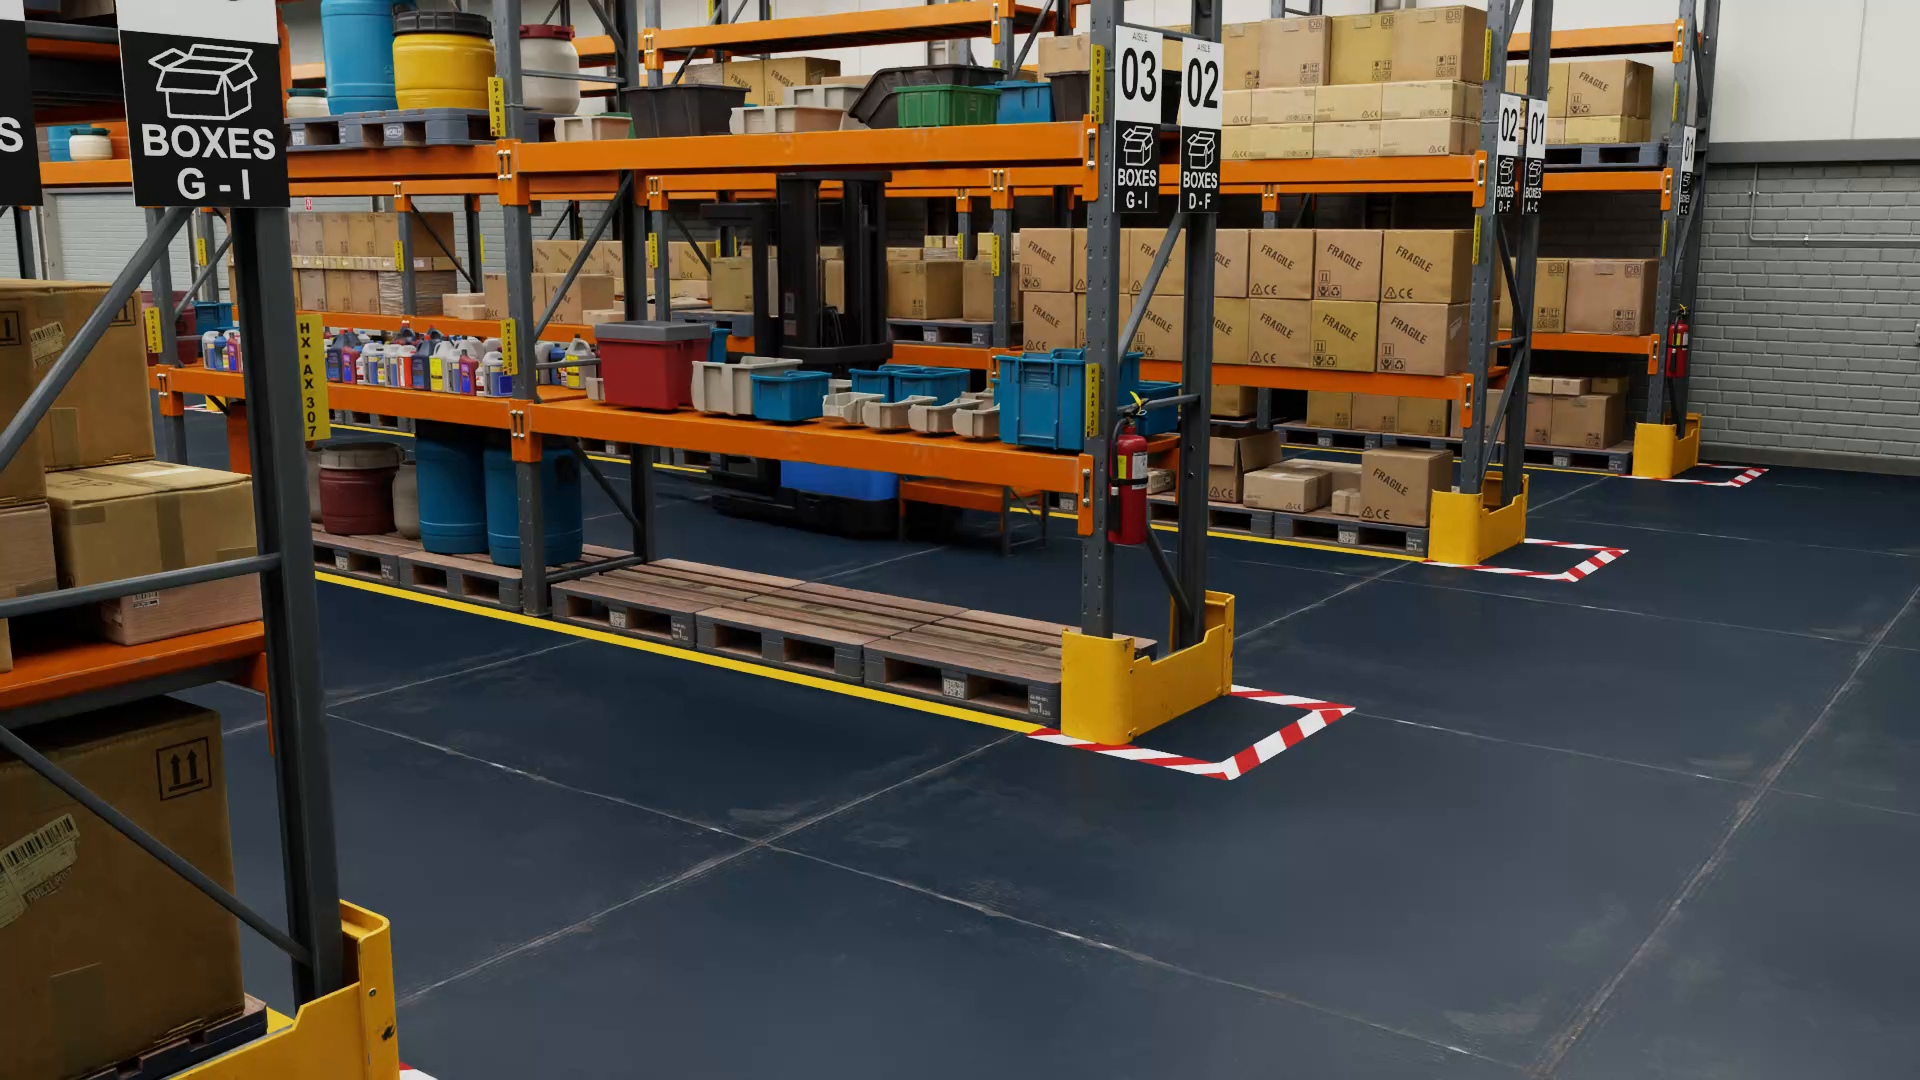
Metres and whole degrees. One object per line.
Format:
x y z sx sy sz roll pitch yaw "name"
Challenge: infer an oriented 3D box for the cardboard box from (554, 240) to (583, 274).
-5.527 -4.094 24.164 0.500 0.500 0.500 8 14 36 "cardboard box"

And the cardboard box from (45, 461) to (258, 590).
-2.253 -0.041 4.455 0.500 0.250 0.500 8 13 34 "cardboard box"

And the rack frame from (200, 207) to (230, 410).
-9.056 -3.188 21.112 0.127 3.000 1.000 8 13 36 "rack frame"

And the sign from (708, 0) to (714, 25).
-3.239 -6.859 21.624 0.005 0.325 0.100 8 13 36 "sign"

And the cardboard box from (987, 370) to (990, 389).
0.836 -2.095 20.018 0.750 0.750 0.750 8 13 35 "cardboard box"

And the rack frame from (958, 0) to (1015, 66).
0.321 -5.993 19.815 0.127 3.000 1.000 8 13 36 "rack frame"

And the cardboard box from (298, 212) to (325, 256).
-7.407 -3.643 19.782 0.500 0.500 0.700 8 14 36 "cardboard box"

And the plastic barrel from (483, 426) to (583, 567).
-2.747 -0.321 10.709 0.708 0.901 0.600 8 13 36 "plastic barrel"

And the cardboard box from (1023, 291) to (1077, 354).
0.866 -1.789 13.617 0.500 0.500 0.500 8 14 37 "cardboard box"

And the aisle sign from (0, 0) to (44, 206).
-2.146 -1.095 3.450 0.004 0.787 0.394 8 13 36 "aisle sign"

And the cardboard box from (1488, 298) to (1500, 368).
3.639 -1.529 12.270 0.500 0.500 0.500 8 14 37 "cardboard box"

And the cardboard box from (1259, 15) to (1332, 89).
2.597 -3.566 12.273 0.500 0.500 0.700 8 13 36 "cardboard box"

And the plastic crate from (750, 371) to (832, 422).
-0.902 -0.770 8.897 0.300 0.233 0.416 8 13 36 "plastic crate"

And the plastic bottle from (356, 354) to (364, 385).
-3.934 -1.126 10.977 0.097 0.201 0.097 0 11 0 "plastic bottle"

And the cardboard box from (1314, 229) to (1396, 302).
2.911 -1.994 12.043 0.500 0.500 0.500 8 14 37 "cardboard box"

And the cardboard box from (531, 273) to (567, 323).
-4.394 -2.583 17.721 0.500 0.500 0.500 8 14 36 "cardboard box"

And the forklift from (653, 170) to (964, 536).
-1.383 -1.686 13.526 3.031 2.935 1.130 10 15 43 "forklift"

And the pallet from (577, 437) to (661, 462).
-3.248 -1.018 17.237 1.213 0.211 1.003 8 13 36 "pallet"

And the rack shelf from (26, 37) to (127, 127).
-3.638 -1.217 4.922 4.000 0.370 1.077 8 13 36 "rack shelf"

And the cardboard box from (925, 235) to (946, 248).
-0.242 -3.699 20.624 0.250 0.149 0.380 5 12 26 "cardboard box"

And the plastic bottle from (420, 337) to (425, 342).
-3.719 -1.275 11.564 0.097 0.271 0.097 0 11 0 "plastic bottle"

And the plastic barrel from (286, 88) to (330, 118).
-4.592 -3.044 11.726 0.301 0.262 0.301 0 11 0 "plastic barrel"

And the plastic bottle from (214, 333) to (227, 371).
-5.308 -1.352 11.961 0.097 0.271 0.097 0 11 0 "plastic bottle"

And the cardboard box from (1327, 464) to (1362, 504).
3.167 -0.416 12.864 0.500 0.250 0.500 8 13 36 "cardboard box"

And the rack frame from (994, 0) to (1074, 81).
0.616 -4.784 13.568 0.127 3.000 1.000 8 13 36 "rack frame"

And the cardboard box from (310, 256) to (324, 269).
-7.416 -3.276 19.596 0.250 0.149 0.380 8 14 37 "cardboard box"

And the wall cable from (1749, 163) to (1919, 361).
8.361 -2.648 15.644 1.851 1.984 0.084 8 13 36 "wall cable"

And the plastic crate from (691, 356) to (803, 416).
-1.197 -0.852 9.193 0.530 0.282 0.437 8 13 36 "plastic crate"

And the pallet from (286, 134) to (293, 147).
-4.984 -2.810 11.756 1.213 0.211 1.003 8 13 36 "pallet"

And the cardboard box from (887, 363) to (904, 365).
-0.636 -2.185 21.349 0.500 0.500 0.700 8 13 35 "cardboard box"

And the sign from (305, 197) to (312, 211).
-11.803 -6.113 30.128 0.199 0.298 0.001 8 13 36 "sign"

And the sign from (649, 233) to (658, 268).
-2.934 -2.772 15.911 0.005 0.325 0.100 8 13 36 "sign"

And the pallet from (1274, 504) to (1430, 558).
3.136 -0.118 12.585 1.213 0.211 1.003 8 13 36 "pallet"

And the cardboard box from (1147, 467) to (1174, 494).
1.530 -0.488 13.455 0.250 0.166 0.380 8 13 36 "cardboard box"

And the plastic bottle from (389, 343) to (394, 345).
-3.765 -1.173 11.034 0.097 0.271 0.097 0 11 0 "plastic bottle"

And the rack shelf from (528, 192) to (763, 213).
-4.515 -4.842 23.655 4.000 0.370 1.077 8 13 36 "rack shelf"

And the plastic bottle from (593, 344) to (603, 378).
-2.362 -1.130 10.782 0.133 0.283 0.061 8 13 36 "plastic bottle"

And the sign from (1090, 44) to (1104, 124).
0.593 -1.967 7.176 0.005 0.325 0.100 8 13 36 "sign"

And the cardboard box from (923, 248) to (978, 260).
-0.063 -3.364 20.599 0.500 0.500 0.700 6 13 29 "cardboard box"

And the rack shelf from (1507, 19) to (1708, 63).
5.157 -4.769 16.434 4.000 0.370 1.077 8 13 36 "rack shelf"

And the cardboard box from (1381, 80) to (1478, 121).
3.275 -3.052 11.592 0.500 0.250 0.500 8 13 36 "cardboard box"

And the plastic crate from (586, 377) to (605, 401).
-2.028 -0.907 9.856 0.243 0.136 0.396 8 13 36 "plastic crate"

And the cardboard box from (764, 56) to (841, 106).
-1.438 -4.137 15.222 0.500 0.500 0.500 8 13 36 "cardboard box"

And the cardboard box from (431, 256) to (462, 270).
-5.934 -3.166 19.025 0.250 0.149 0.380 8 13 35 "cardboard box"

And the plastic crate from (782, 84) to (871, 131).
-0.698 -2.342 9.154 0.530 0.282 0.437 8 13 36 "plastic crate"

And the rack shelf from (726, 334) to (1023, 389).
-0.996 -1.711 15.369 4.000 0.370 1.077 8 13 36 "rack shelf"

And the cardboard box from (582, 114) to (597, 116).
-5.166 -5.769 23.606 0.500 0.500 0.500 8 14 37 "cardboard box"

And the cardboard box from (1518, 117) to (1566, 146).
5.602 -3.902 15.933 0.500 0.250 0.500 7 13 33 "cardboard box"

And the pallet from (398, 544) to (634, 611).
-2.916 0.195 10.967 1.213 0.211 1.003 8 13 36 "pallet"

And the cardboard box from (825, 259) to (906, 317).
-0.844 -2.283 15.066 0.500 0.500 0.700 4 12 21 "cardboard box"

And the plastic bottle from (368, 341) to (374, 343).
-4.304 -1.357 12.168 0.097 0.201 0.097 0 11 0 "plastic bottle"

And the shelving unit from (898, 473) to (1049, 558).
0.095 -0.525 12.282 1.048 1.125 0.538 9 14 40 "shelving unit"

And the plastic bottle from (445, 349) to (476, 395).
-3.122 -1.056 10.418 0.135 0.276 0.152 8 13 36 "plastic bottle"

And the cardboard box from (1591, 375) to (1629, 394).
6.365 -1.525 16.285 0.250 0.149 0.380 8 14 36 "cardboard box"

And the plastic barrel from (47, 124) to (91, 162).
-7.174 -3.528 13.653 0.708 0.901 0.600 8 13 36 "plastic barrel"

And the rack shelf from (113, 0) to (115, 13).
-7.155 -4.151 13.244 4.000 0.370 1.077 8 13 36 "rack shelf"

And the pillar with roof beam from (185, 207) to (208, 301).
-17.271 -7.636 28.309 0.548 9.000 9.100 8 13 36 "pillar with roof beam"

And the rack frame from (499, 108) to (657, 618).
-2.319 -1.081 10.220 0.127 3.000 1.000 8 13 36 "rack frame"
